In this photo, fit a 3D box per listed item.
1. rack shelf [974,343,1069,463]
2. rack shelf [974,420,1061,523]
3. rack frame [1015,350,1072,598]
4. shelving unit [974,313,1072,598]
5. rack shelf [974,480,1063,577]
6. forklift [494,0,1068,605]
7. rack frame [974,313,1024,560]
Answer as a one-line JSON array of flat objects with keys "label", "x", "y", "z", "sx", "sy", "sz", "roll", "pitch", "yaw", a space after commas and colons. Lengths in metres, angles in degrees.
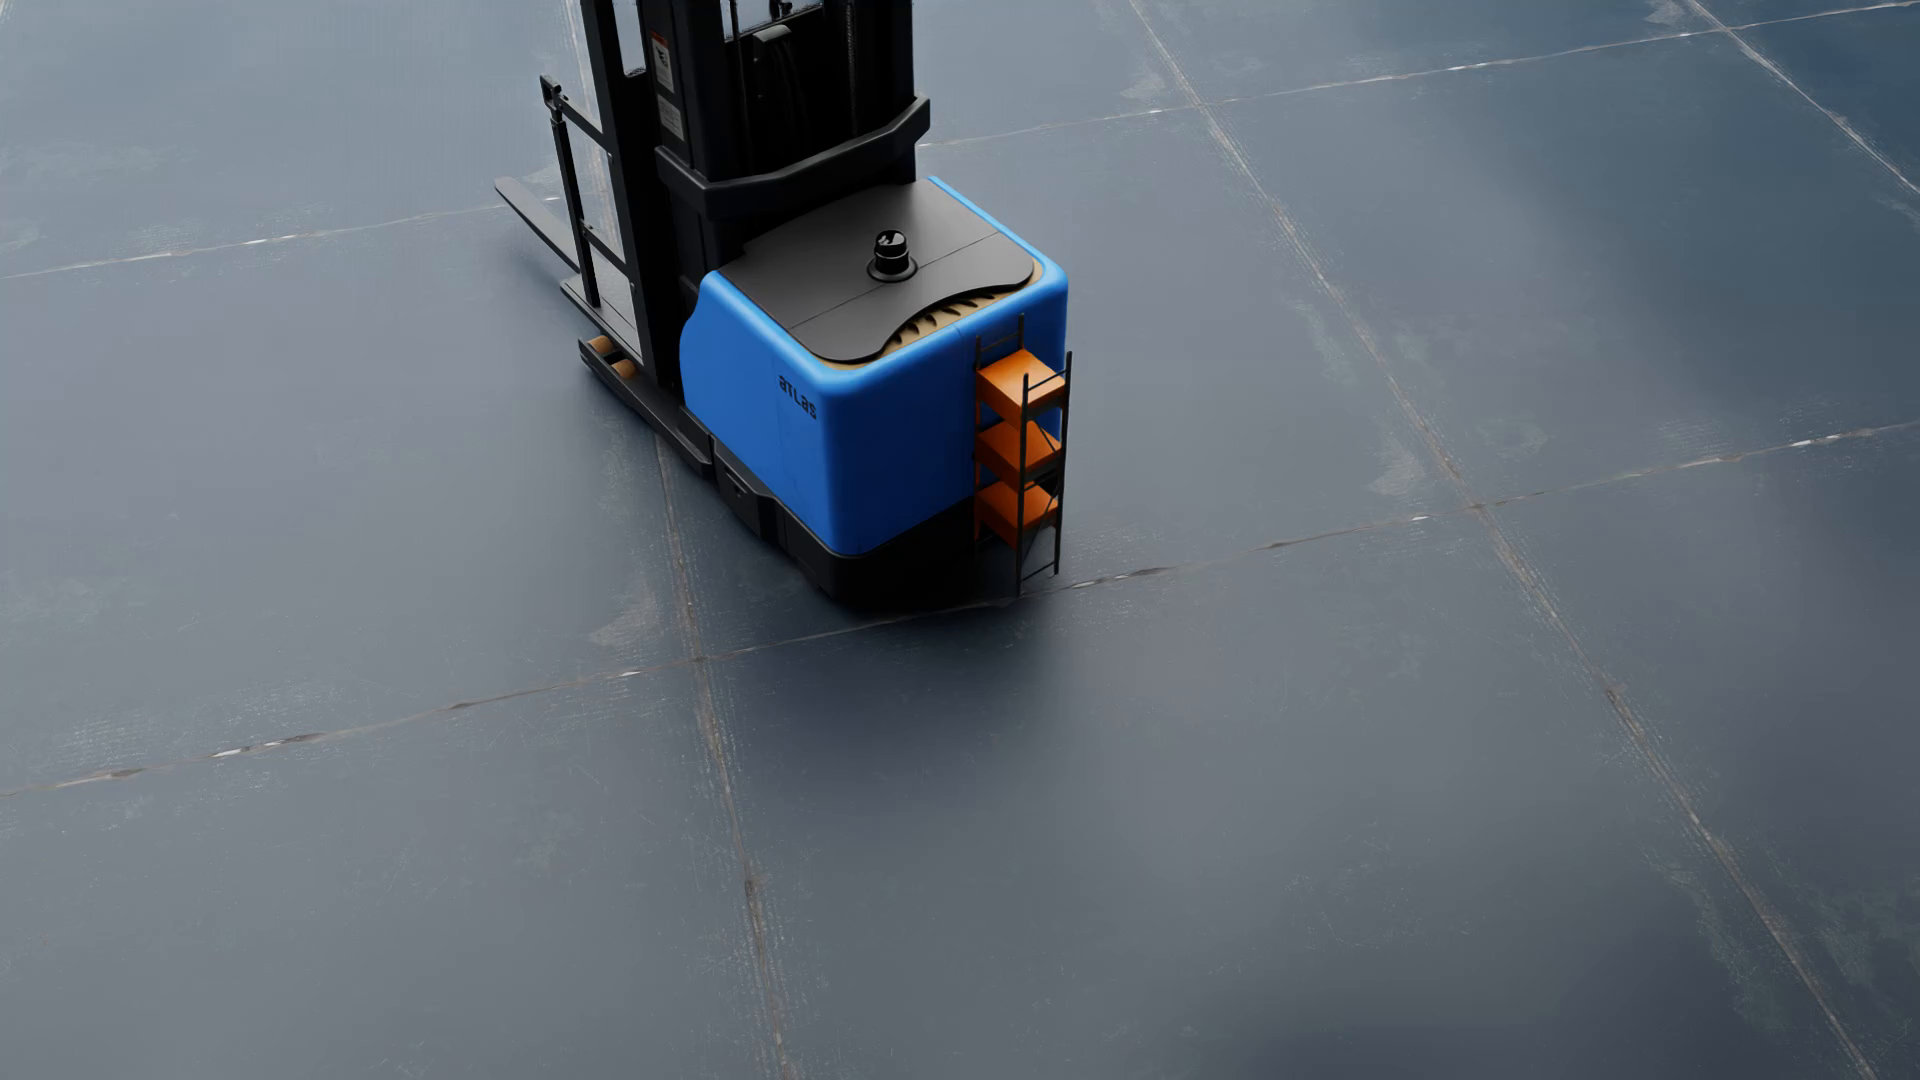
[{"label": "rack shelf", "x": 0.207, "y": -0.462, "z": 5.585, "sx": 0.215, "sy": 0.259, "sz": 0.240, "roll": -29, "pitch": 52, "yaw": -26}, {"label": "rack shelf", "x": 0.207, "y": -0.263, "z": 5.788, "sx": 0.215, "sy": 0.259, "sz": 0.240, "roll": -29, "pitch": 52, "yaw": -26}, {"label": "rack frame", "x": 0.282, "y": -0.202, "z": 5.713, "sx": 0.200, "sy": 1.050, "sz": 0.008, "roll": -29, "pitch": 52, "yaw": -26}, {"label": "shelving unit", "x": 0.207, "y": -0.270, "z": 5.780, "sx": 0.215, "sy": 1.050, "sz": 0.252, "roll": -29, "pitch": 52, "yaw": -26}, {"label": "rack shelf", "x": 0.207, "y": -0.069, "z": 5.986, "sx": 0.215, "sy": 0.259, "sz": 0.240, "roll": -29, "pitch": 52, "yaw": -26}, {"label": "forklift", "x": -0.918, "y": -1.795, "z": 5.957, "sx": 1.130, "sy": 2.935, "sz": 3.031, "roll": -29, "pitch": 52, "yaw": -26}, {"label": "rack frame", "x": 0.132, "y": -0.339, "z": 5.847, "sx": 0.200, "sy": 1.050, "sz": 0.008, "roll": -29, "pitch": 52, "yaw": -26}]
